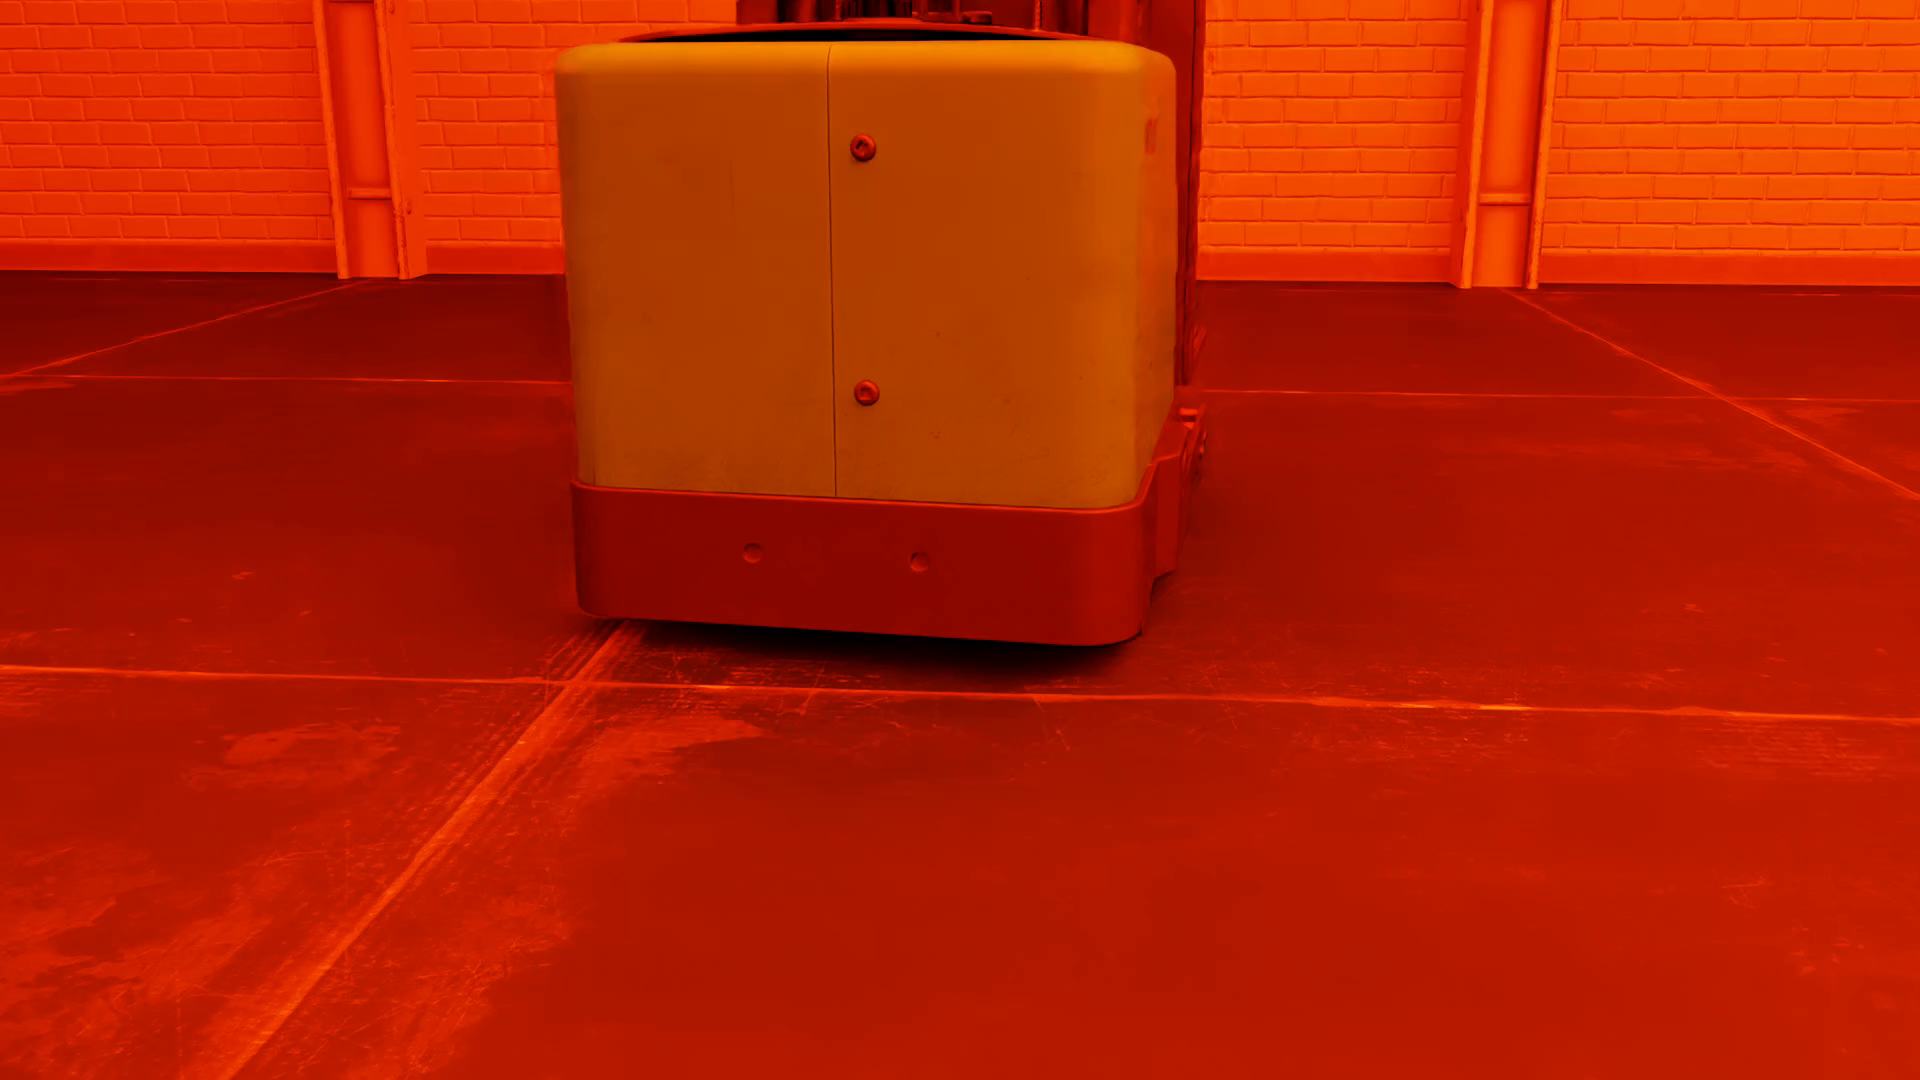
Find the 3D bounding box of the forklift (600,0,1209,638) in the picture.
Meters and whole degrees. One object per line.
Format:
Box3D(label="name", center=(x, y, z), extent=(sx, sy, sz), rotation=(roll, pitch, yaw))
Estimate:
Box3D(label="forklift", center=(-0.013, -1.575, 4.021), extent=(1.130, 2.935, 3.031), rotation=(1, 15, 3))
